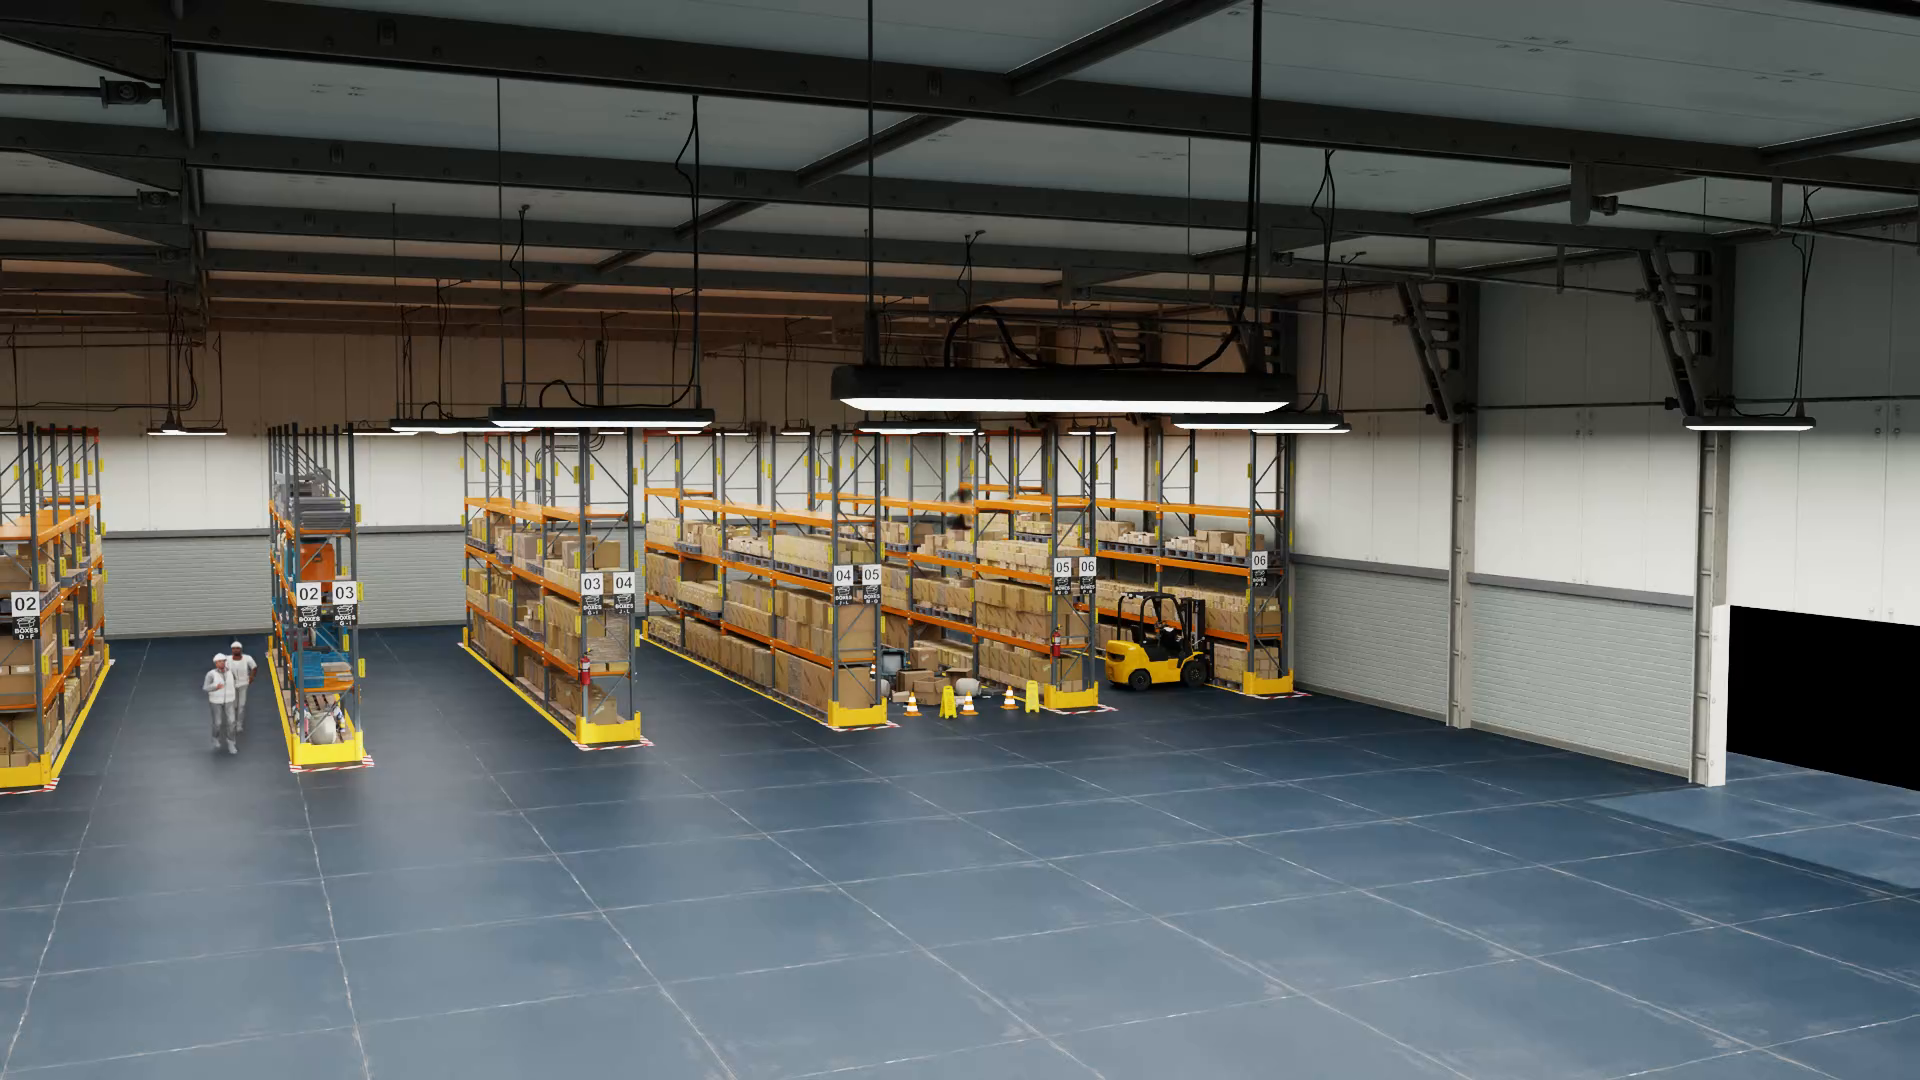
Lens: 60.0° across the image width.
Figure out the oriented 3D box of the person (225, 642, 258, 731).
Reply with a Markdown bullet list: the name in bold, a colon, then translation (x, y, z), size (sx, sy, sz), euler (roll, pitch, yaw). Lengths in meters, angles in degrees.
- **person**: translation (-14.216, 2.863, 32.789), size (0.698, 1.741, 0.662), euler (-1, 4, -23)

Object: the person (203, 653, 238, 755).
- **person**: translation (-13.453, 2.970, 30.308), size (0.647, 1.814, 0.835), euler (-3, 4, -39)
